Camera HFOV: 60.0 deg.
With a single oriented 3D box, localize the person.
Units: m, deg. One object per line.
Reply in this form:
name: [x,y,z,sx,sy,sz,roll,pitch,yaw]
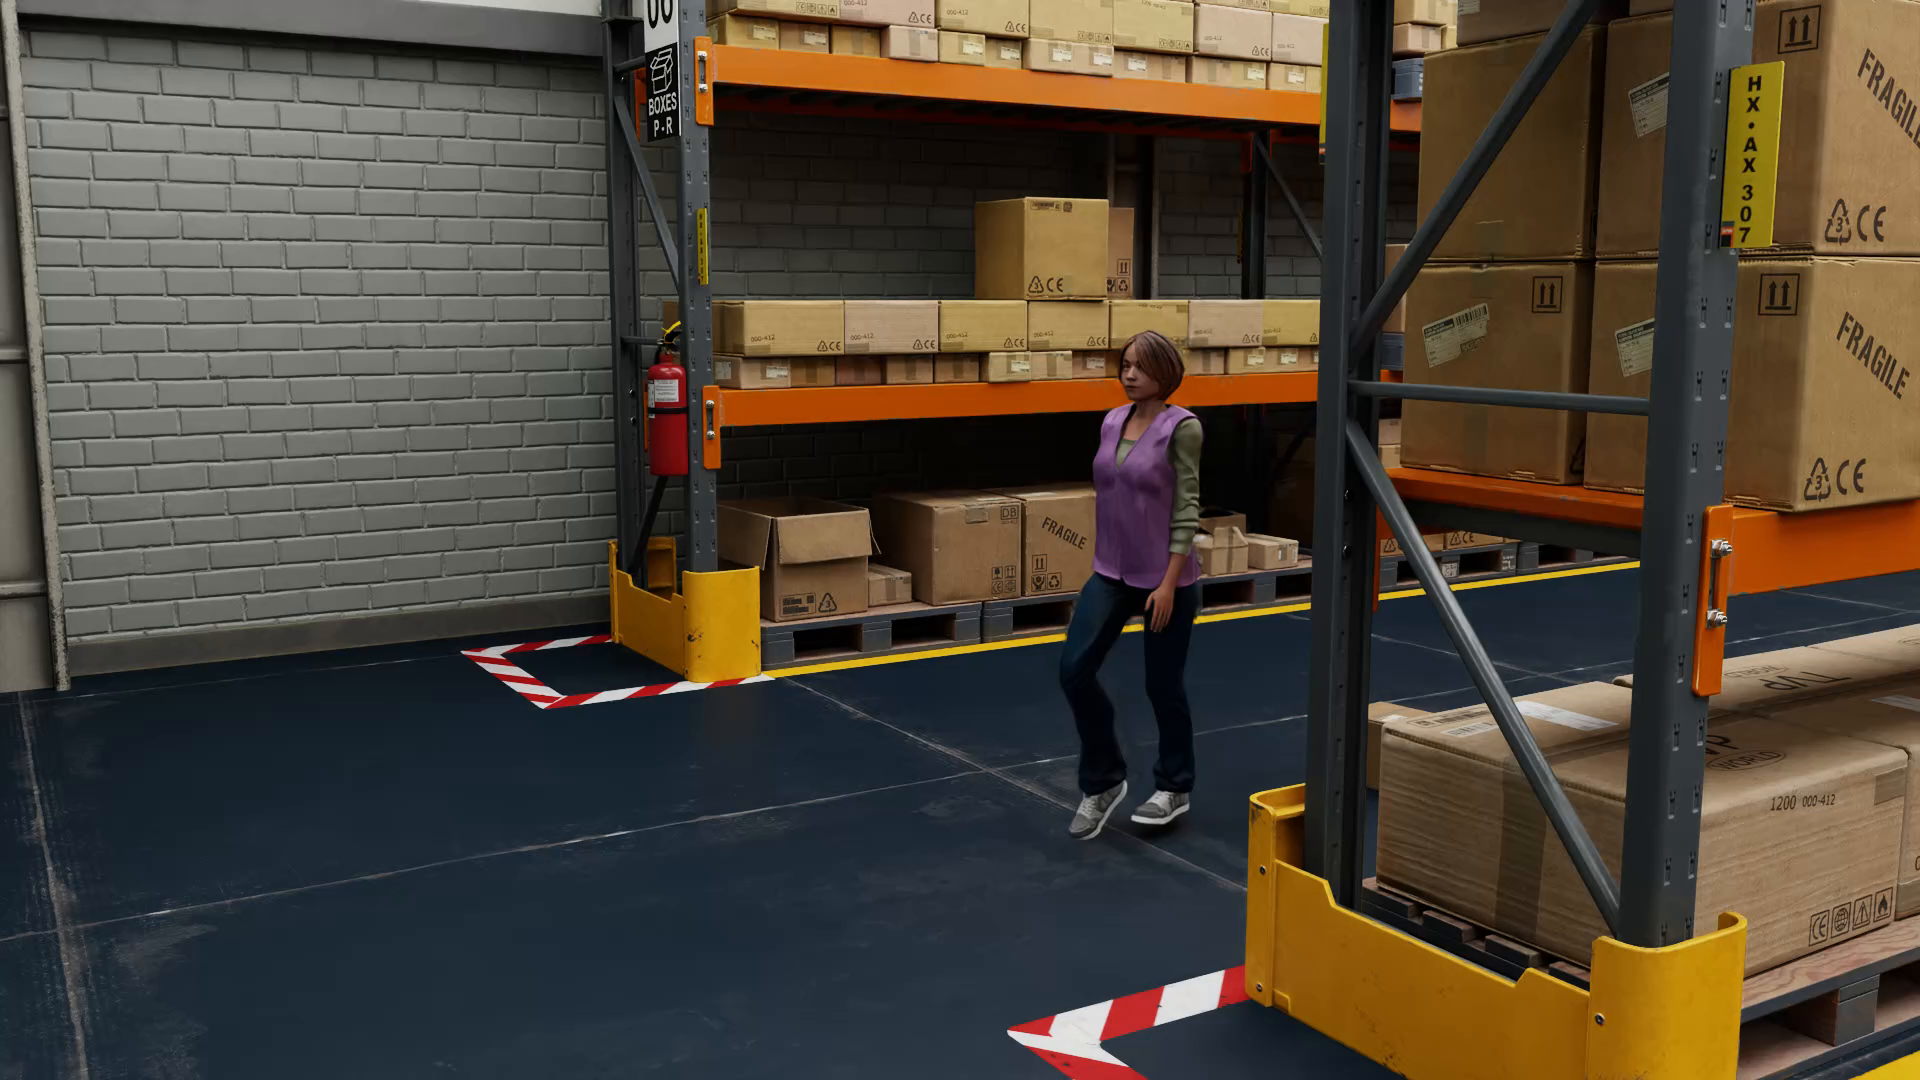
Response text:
person: [0.580,0.165,5.257,0.430,1.628,0.490,7,11,40]
